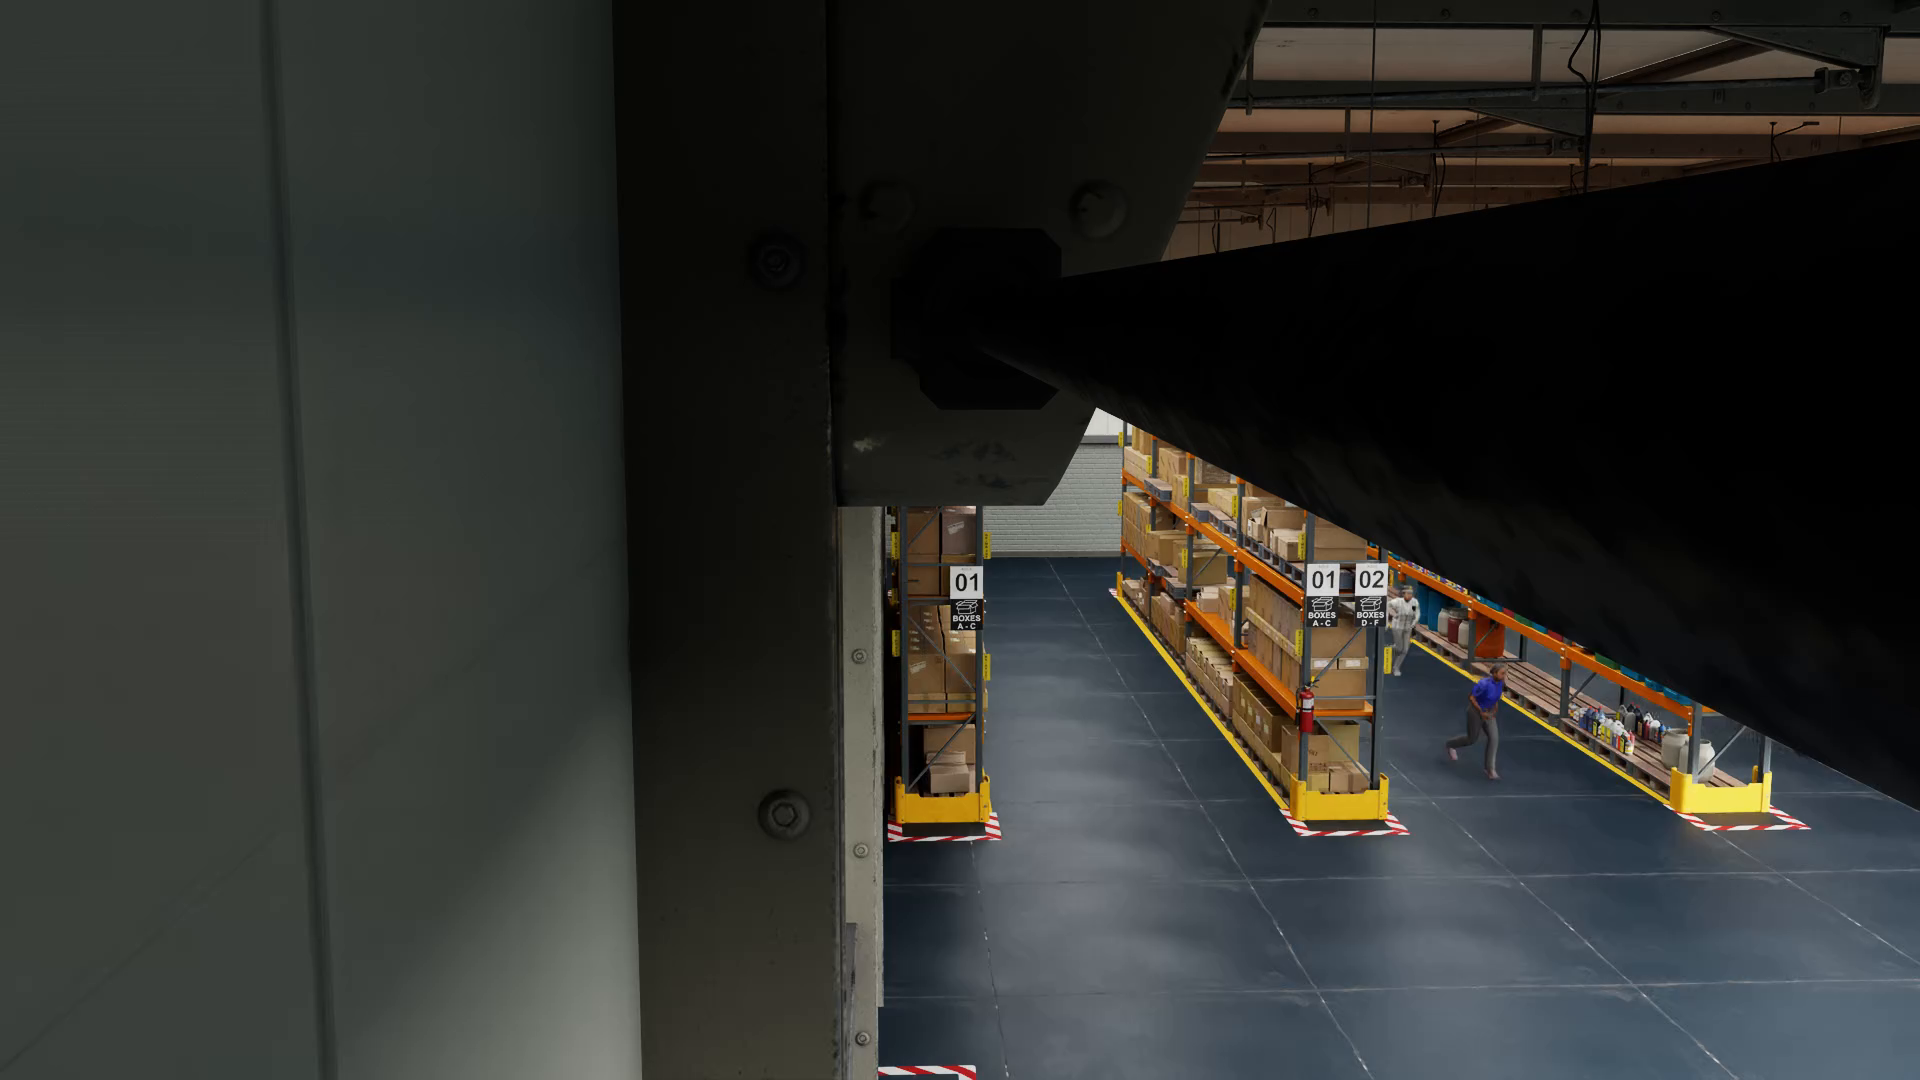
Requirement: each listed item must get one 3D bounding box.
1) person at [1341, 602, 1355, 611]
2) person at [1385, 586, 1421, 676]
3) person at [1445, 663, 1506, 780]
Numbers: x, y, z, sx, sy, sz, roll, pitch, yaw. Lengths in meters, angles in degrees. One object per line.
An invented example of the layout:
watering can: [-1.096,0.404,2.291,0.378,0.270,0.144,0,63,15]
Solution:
person: [6.747,1.416,28.894,0.712,1.764,0.918,-2,8,-15]
person: [7.601,1.542,28.621,0.607,1.615,0.686,-2,8,-11]
person: [7.038,2.399,22.669,0.601,1.615,0.955,-6,10,-36]
